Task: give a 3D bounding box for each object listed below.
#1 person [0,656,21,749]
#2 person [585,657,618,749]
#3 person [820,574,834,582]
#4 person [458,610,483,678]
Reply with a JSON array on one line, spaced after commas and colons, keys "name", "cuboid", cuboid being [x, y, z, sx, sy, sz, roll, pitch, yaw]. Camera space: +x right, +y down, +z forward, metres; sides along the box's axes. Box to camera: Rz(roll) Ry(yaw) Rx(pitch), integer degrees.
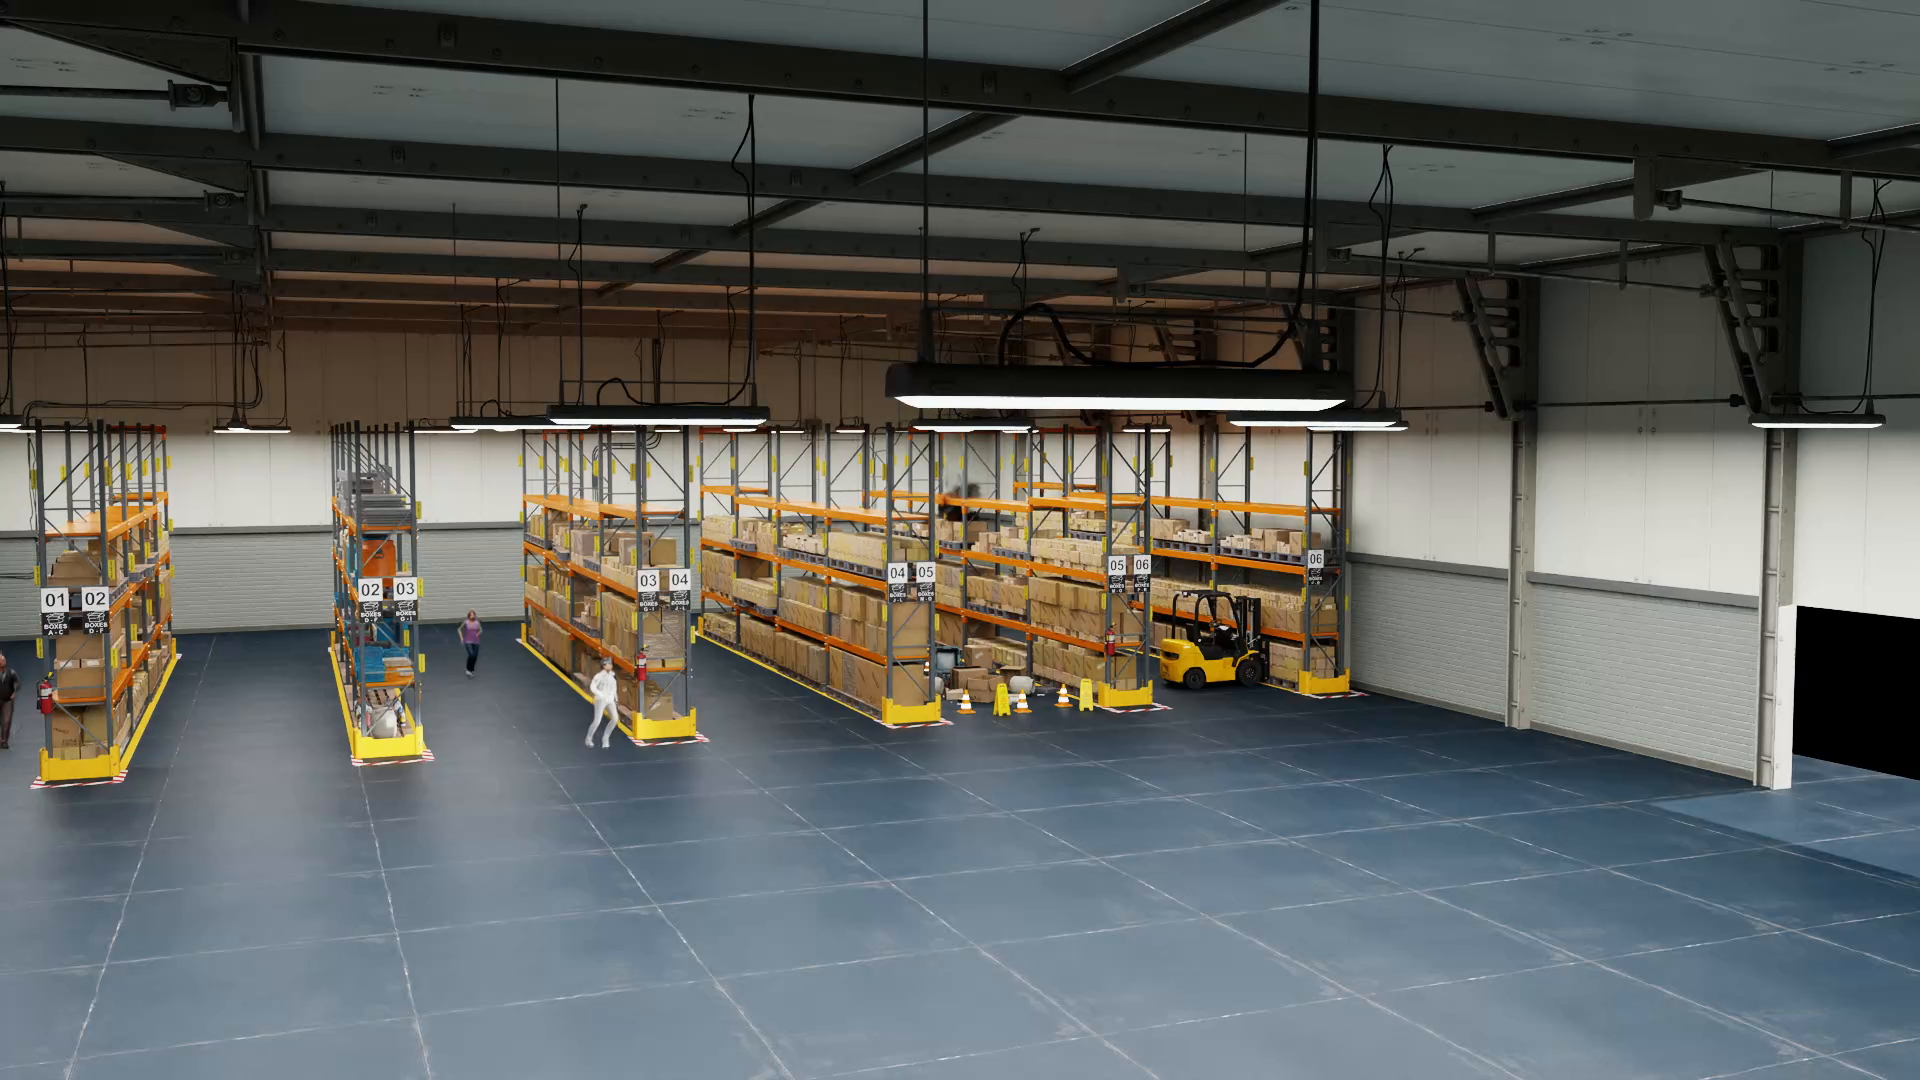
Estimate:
[{"name": "person", "cuboid": [-17.599, 2.967, 30.535, 0.675, 1.688, 0.762, -3, 4, -38]}, {"name": "person", "cuboid": [-6.522, 2.989, 30.612, 0.640, 1.689, 0.674, 3, 5, 43]}, {"name": "person", "cuboid": [-4.182, 1.654, 50.885, 0.986, 1.769, 0.738, -1, 4, -20]}, {"name": "person", "cuboid": [-11.549, 2.465, 39.320, 0.505, 1.597, 0.667, -2, 4, -34]}]
